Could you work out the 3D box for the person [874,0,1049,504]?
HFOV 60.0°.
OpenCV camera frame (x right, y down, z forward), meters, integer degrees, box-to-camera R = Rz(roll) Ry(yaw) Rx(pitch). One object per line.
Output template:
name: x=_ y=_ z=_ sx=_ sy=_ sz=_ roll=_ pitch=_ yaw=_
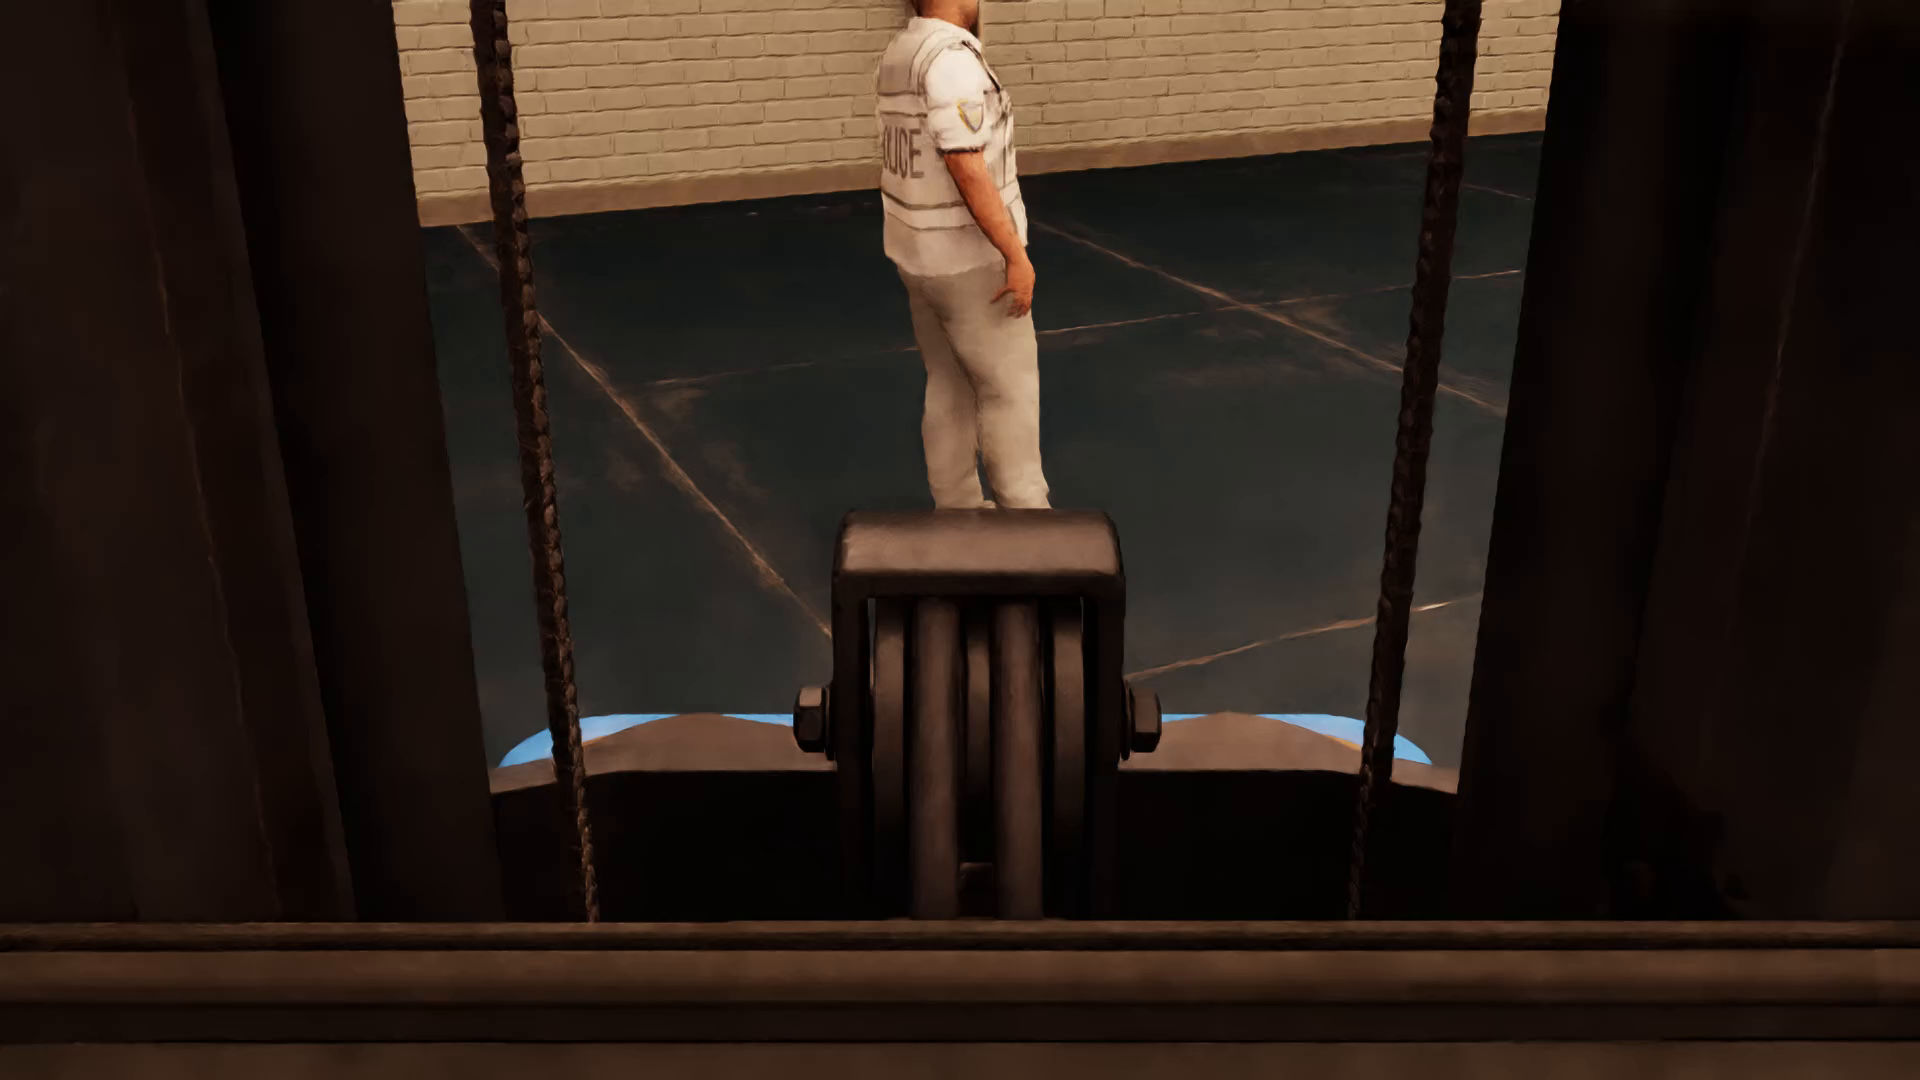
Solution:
person: x=0.075 y=-0.839 z=4.782 sx=0.574 sy=1.781 sz=0.640 roll=-10 pitch=25 yaw=-23
